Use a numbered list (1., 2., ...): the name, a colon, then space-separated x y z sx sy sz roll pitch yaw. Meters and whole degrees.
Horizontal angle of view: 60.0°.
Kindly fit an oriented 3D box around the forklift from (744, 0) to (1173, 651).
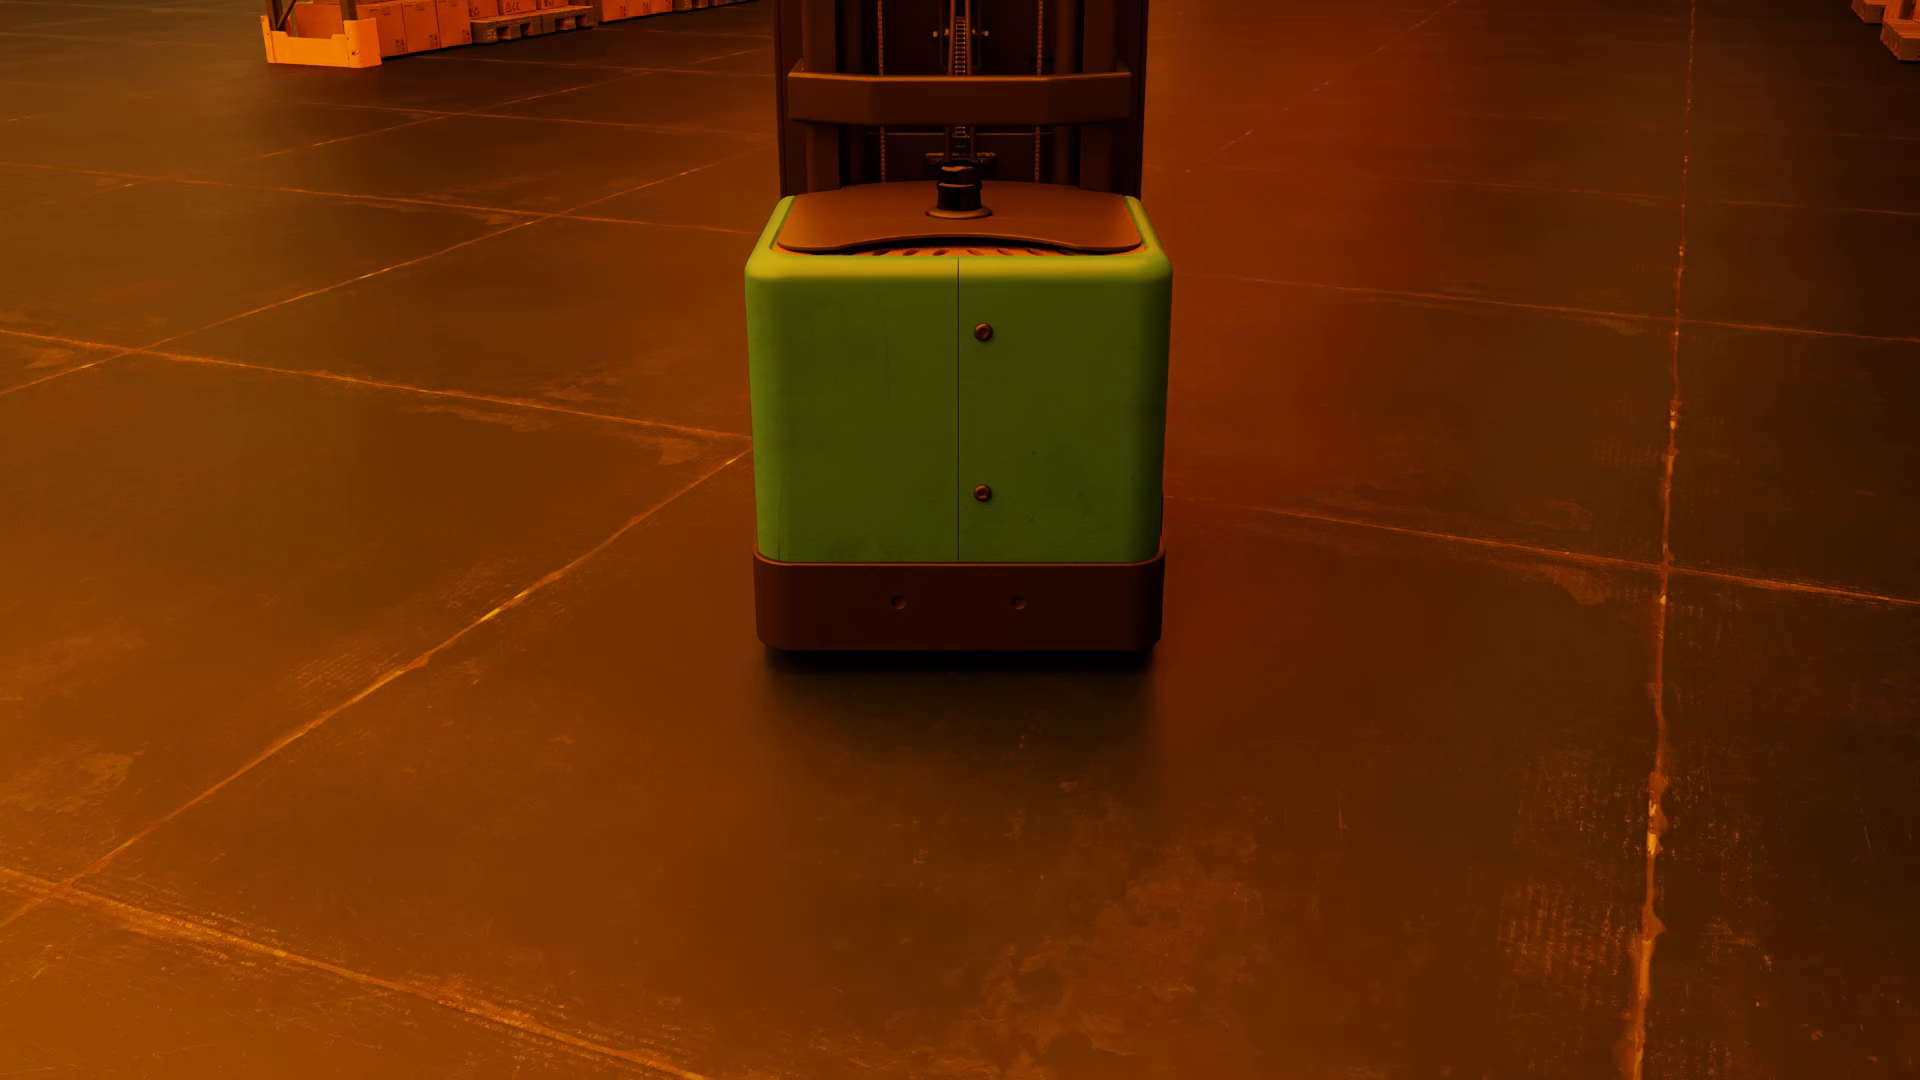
1. forklift: 0.002 -1.587 5.089 1.130 2.935 3.031 0 23 0
